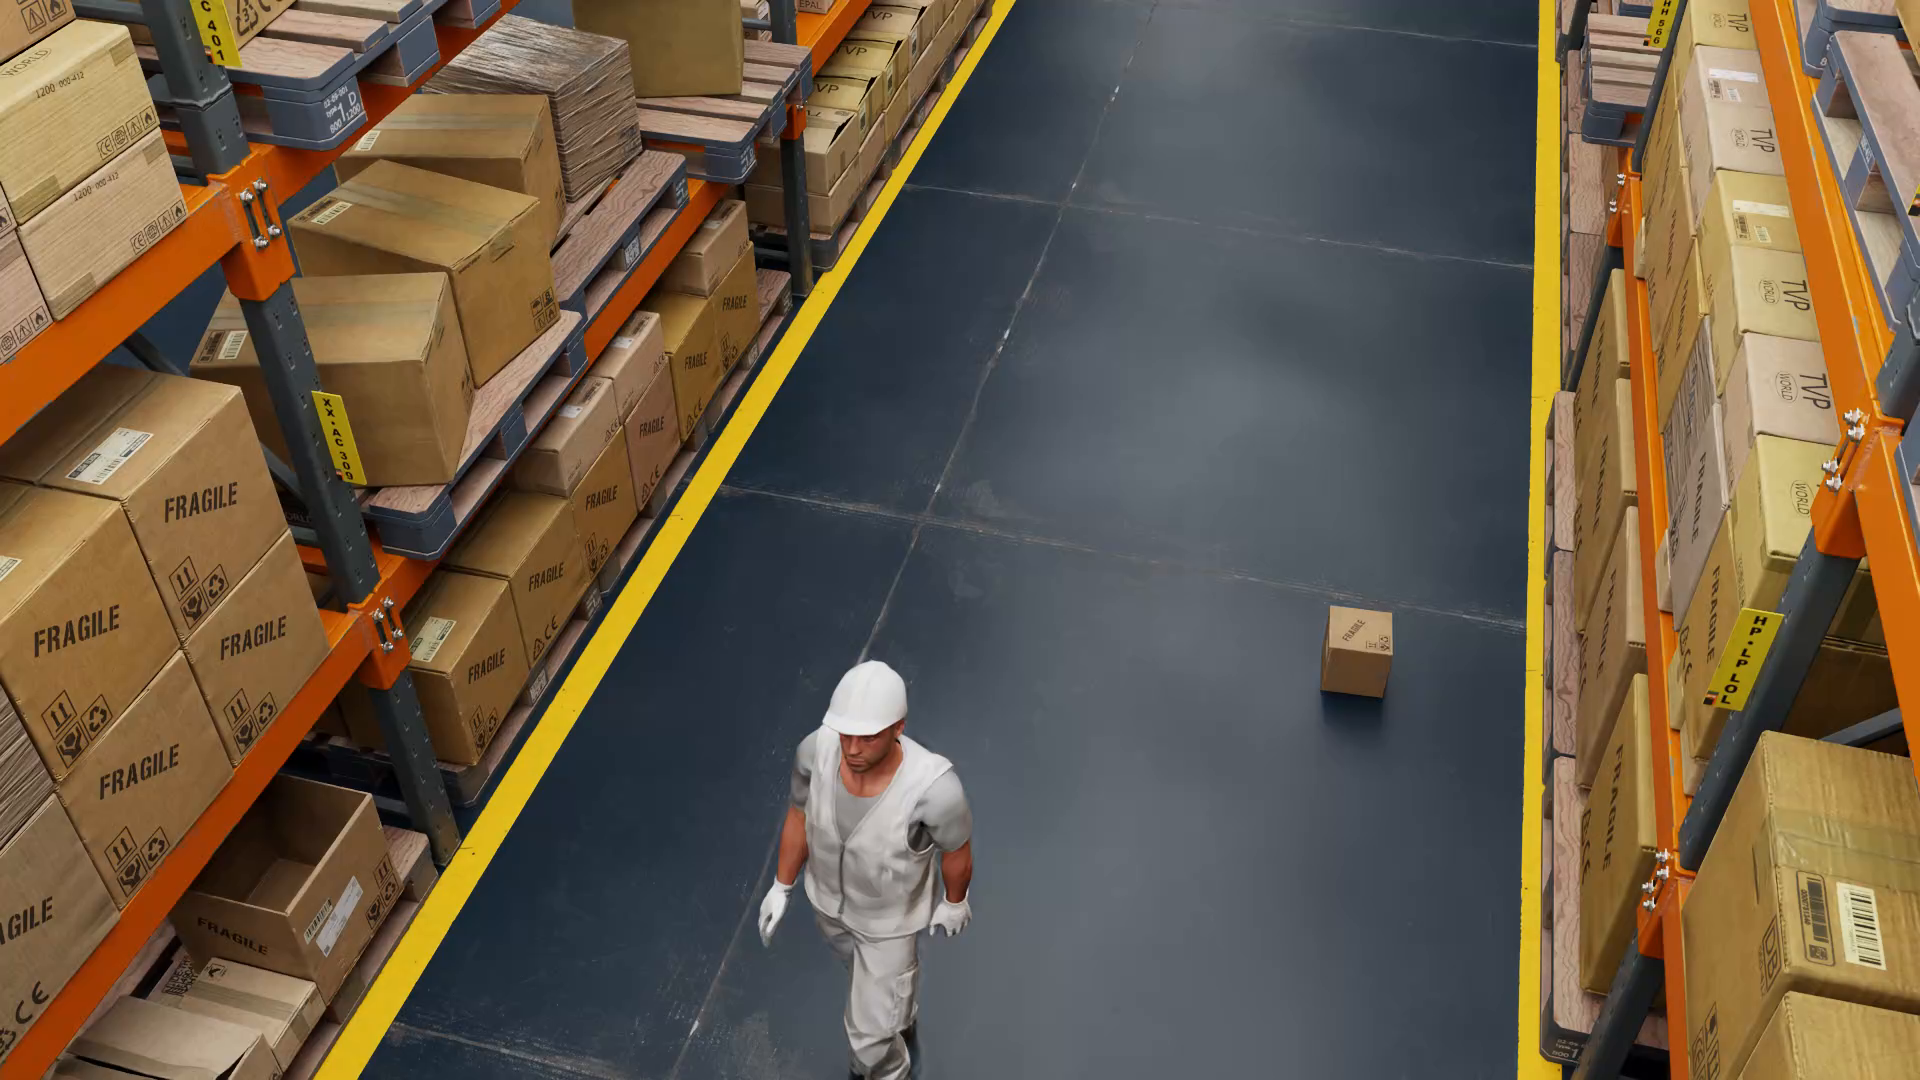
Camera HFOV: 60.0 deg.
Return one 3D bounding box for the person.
[{"bbox_3d":[-0.288,1.098,4.871,0.538,1.841,0.528,23,46,25],"label":"person"}]
